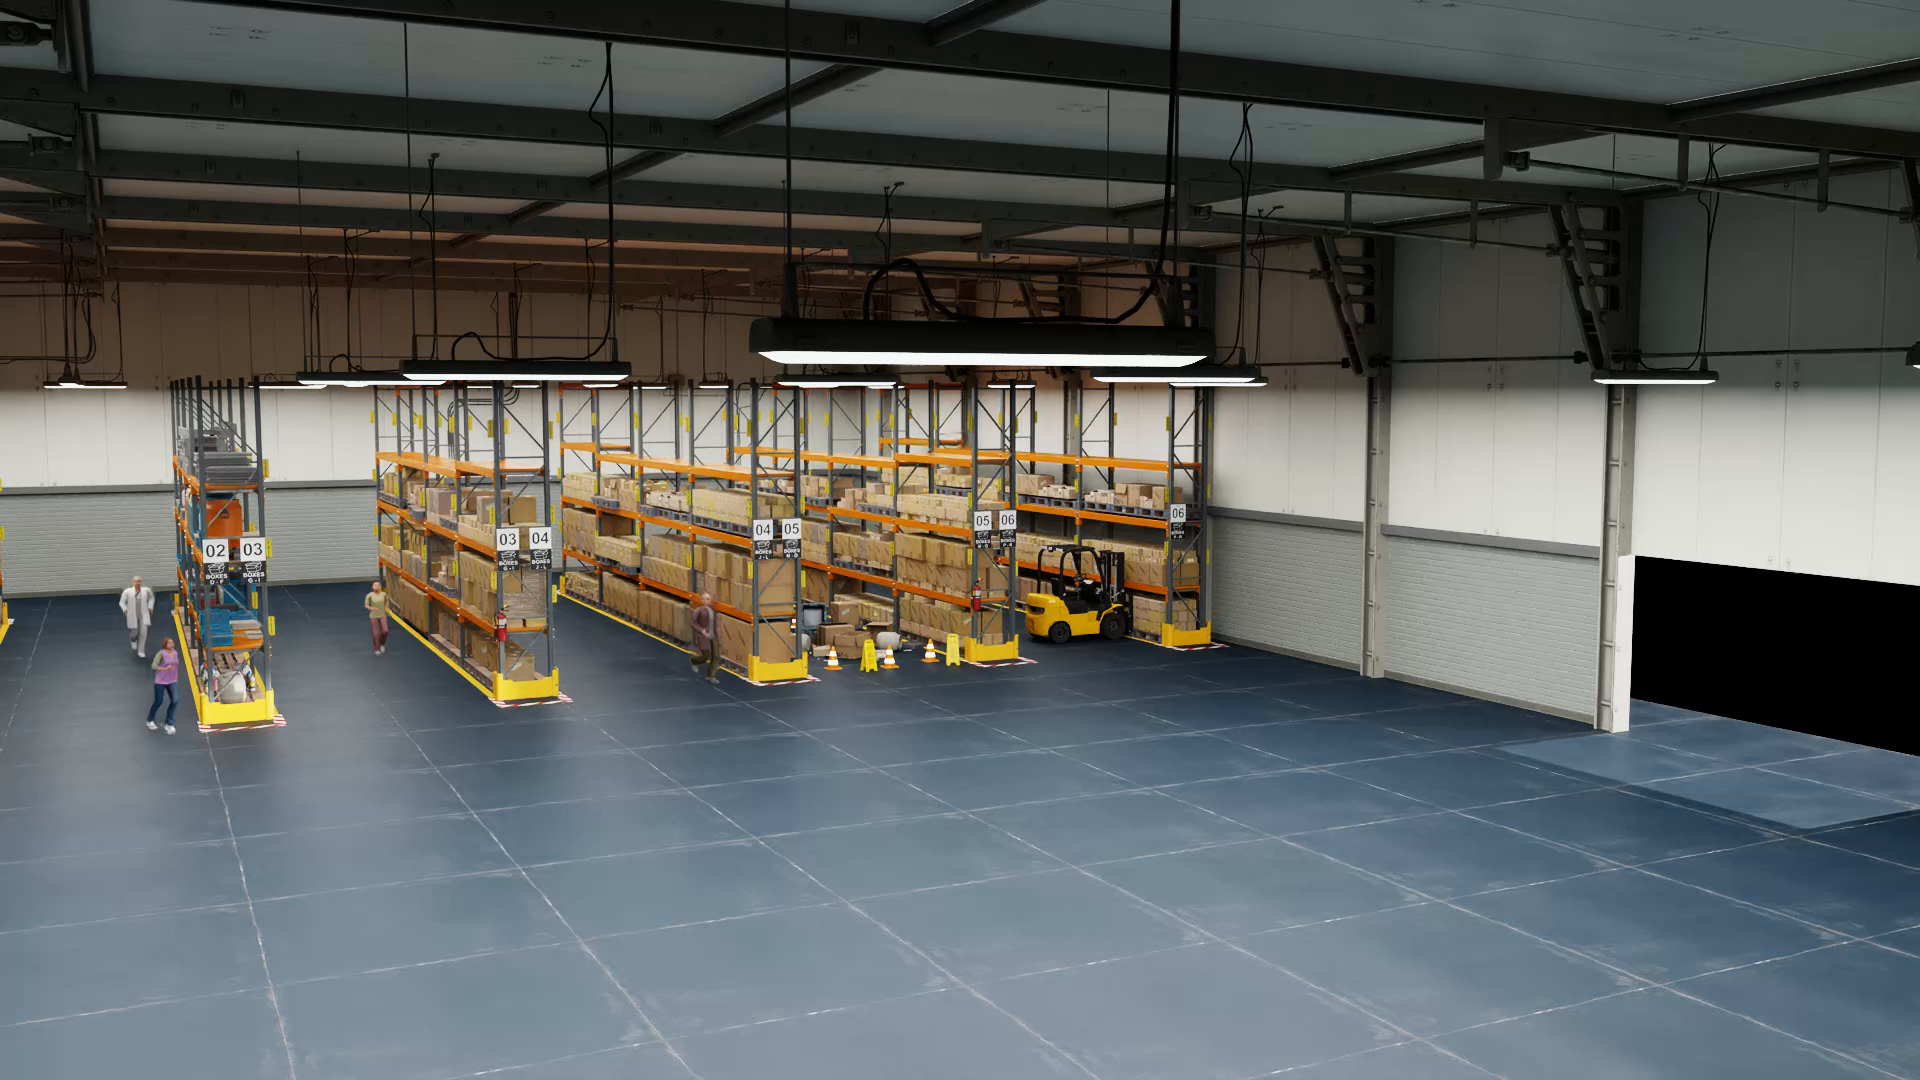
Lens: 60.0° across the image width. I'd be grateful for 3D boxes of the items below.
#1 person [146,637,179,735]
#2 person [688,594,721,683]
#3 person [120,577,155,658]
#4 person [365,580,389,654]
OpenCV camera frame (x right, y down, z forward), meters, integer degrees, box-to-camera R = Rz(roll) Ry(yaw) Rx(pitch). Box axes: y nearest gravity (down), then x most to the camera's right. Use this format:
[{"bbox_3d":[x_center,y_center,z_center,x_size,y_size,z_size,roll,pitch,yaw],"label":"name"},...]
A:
[{"bbox_3d":[-13.380,2.439,28.021,0.695,1.635,0.538,3,6,34],"label":"person"},{"bbox_3d":[-5.046,1.941,32.982,0.822,1.773,0.719,5,7,43],"label":"person"},{"bbox_3d":[-17.848,1.649,36.116,0.702,1.743,0.846,-3,6,-31],"label":"person"},{"bbox_3d":[-12.630,1.686,36.113,0.552,1.632,0.589,-3,6,-31],"label":"person"}]
